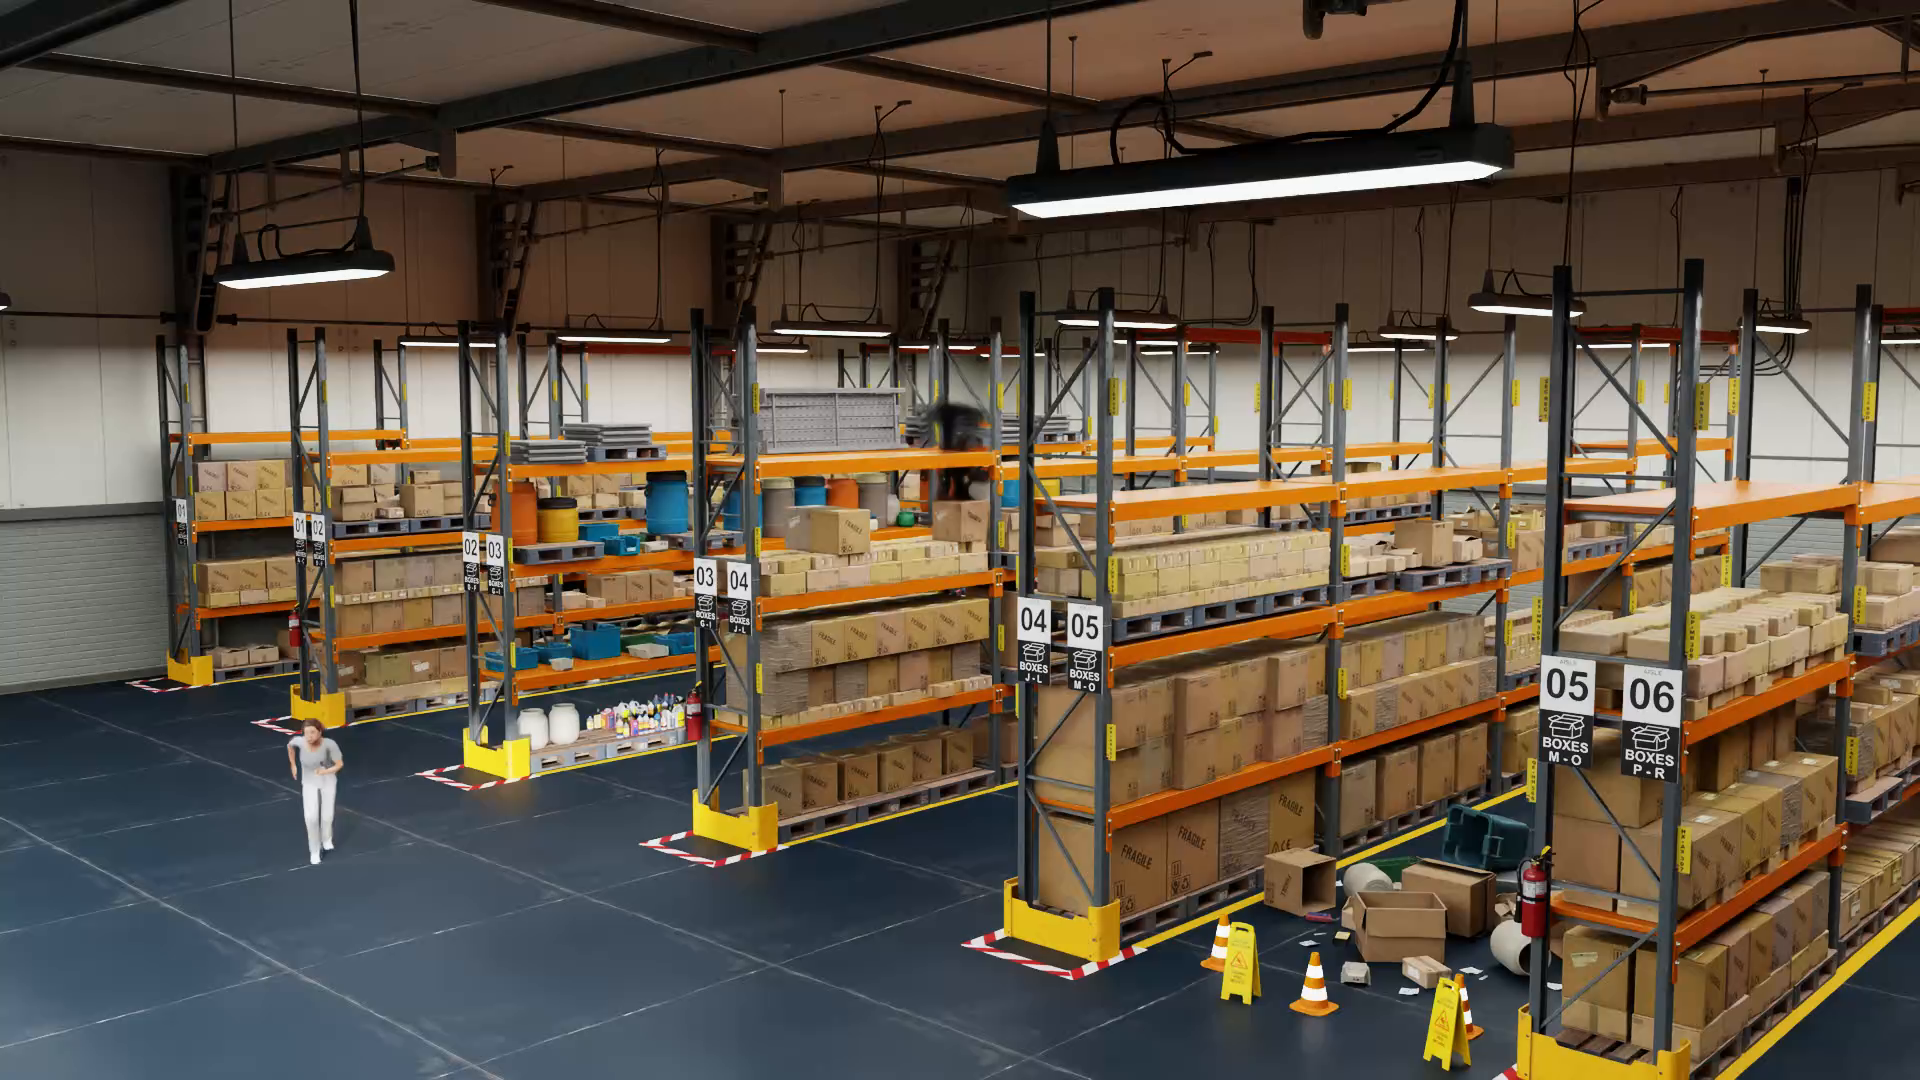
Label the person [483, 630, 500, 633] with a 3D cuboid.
[{"bbox_3d":[-8.260,1.562,29.548,0.676,1.671,0.867,3,6,27],"label":"person"}]

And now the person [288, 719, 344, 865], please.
[{"bbox_3d":[-6.964,2.706,18.035,0.594,1.647,0.894,-1,6,-12],"label":"person"}]

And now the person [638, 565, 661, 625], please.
[{"bbox_3d":[-6.289,1.247,33.655,0.577,1.532,0.775,3,6,26],"label":"person"}]
